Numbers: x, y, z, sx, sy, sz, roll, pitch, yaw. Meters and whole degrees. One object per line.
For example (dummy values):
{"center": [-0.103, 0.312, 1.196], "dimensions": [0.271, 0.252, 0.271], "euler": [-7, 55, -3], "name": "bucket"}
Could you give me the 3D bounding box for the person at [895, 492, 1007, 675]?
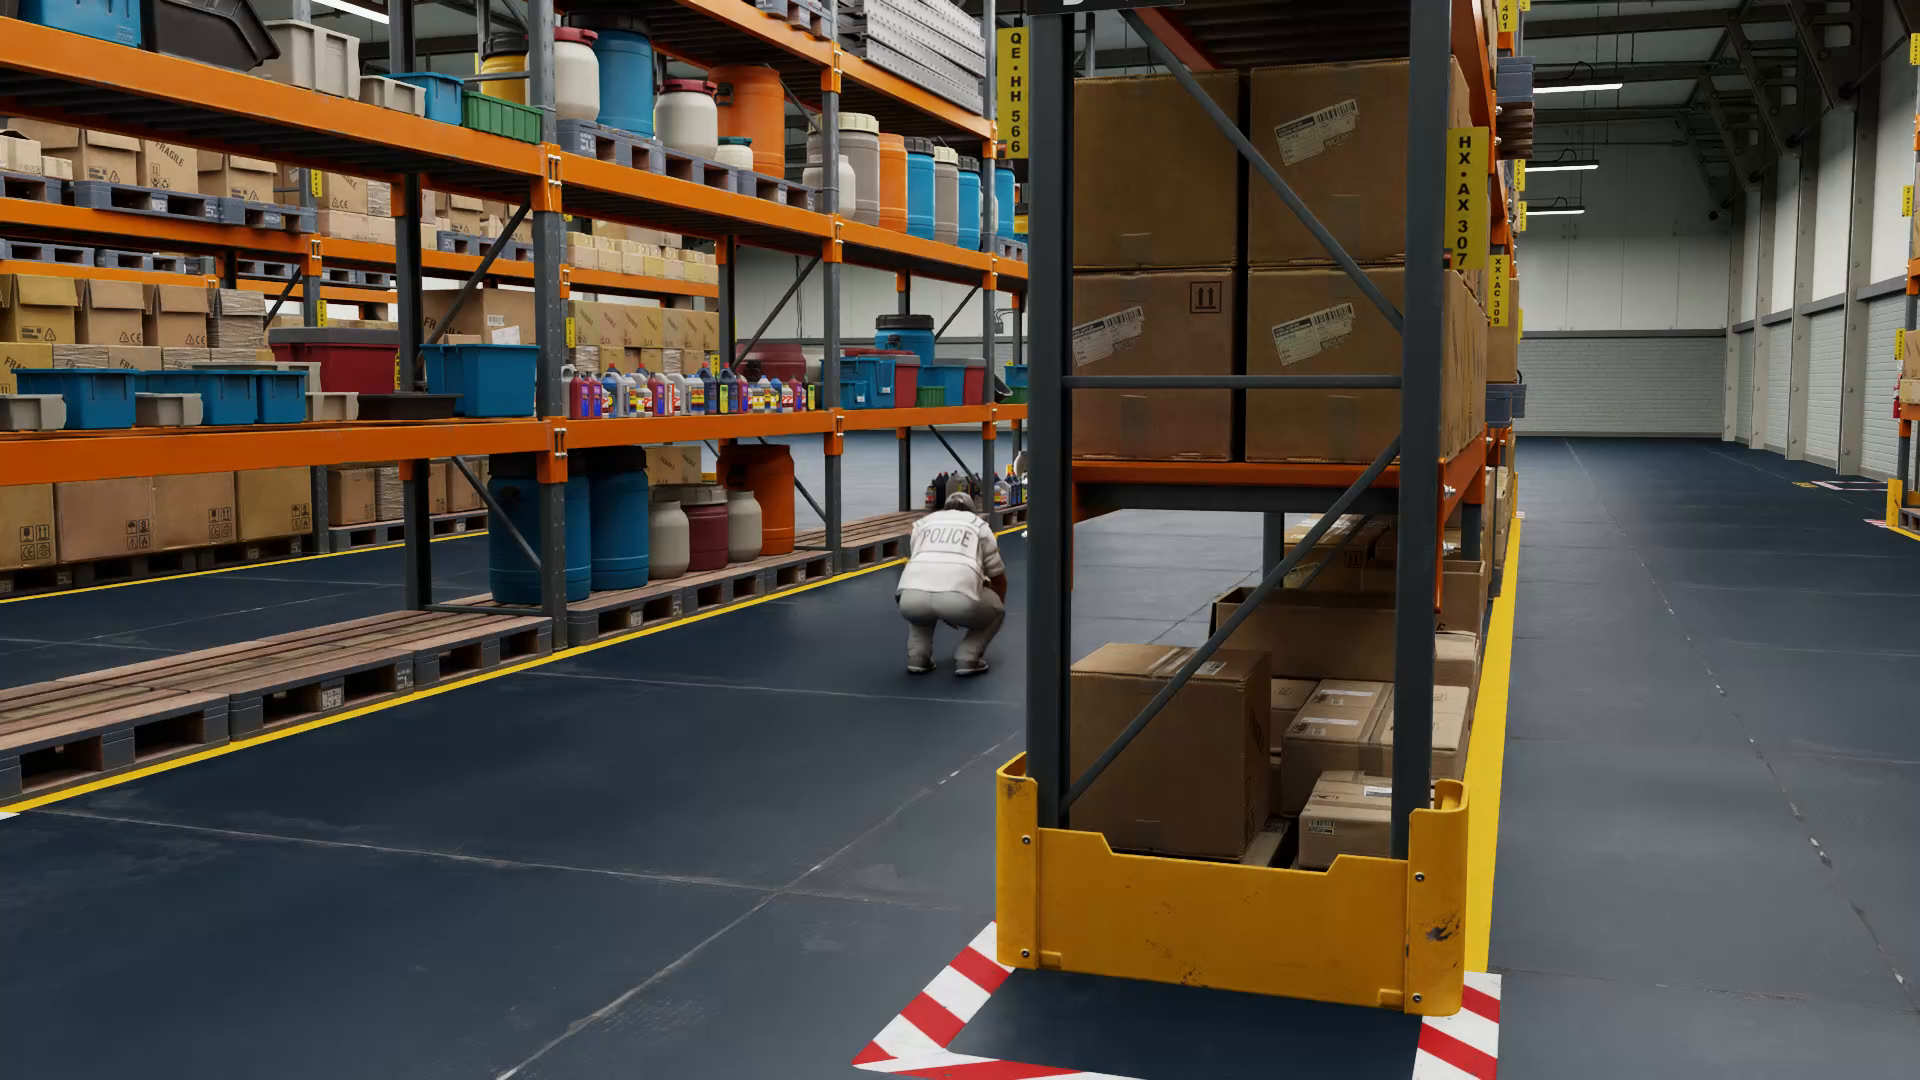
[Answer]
{"center": [-0.042, 0.226, 8.835], "dimensions": [0.527, 0.930, 0.861], "euler": [2, 6, 19], "name": "person"}
